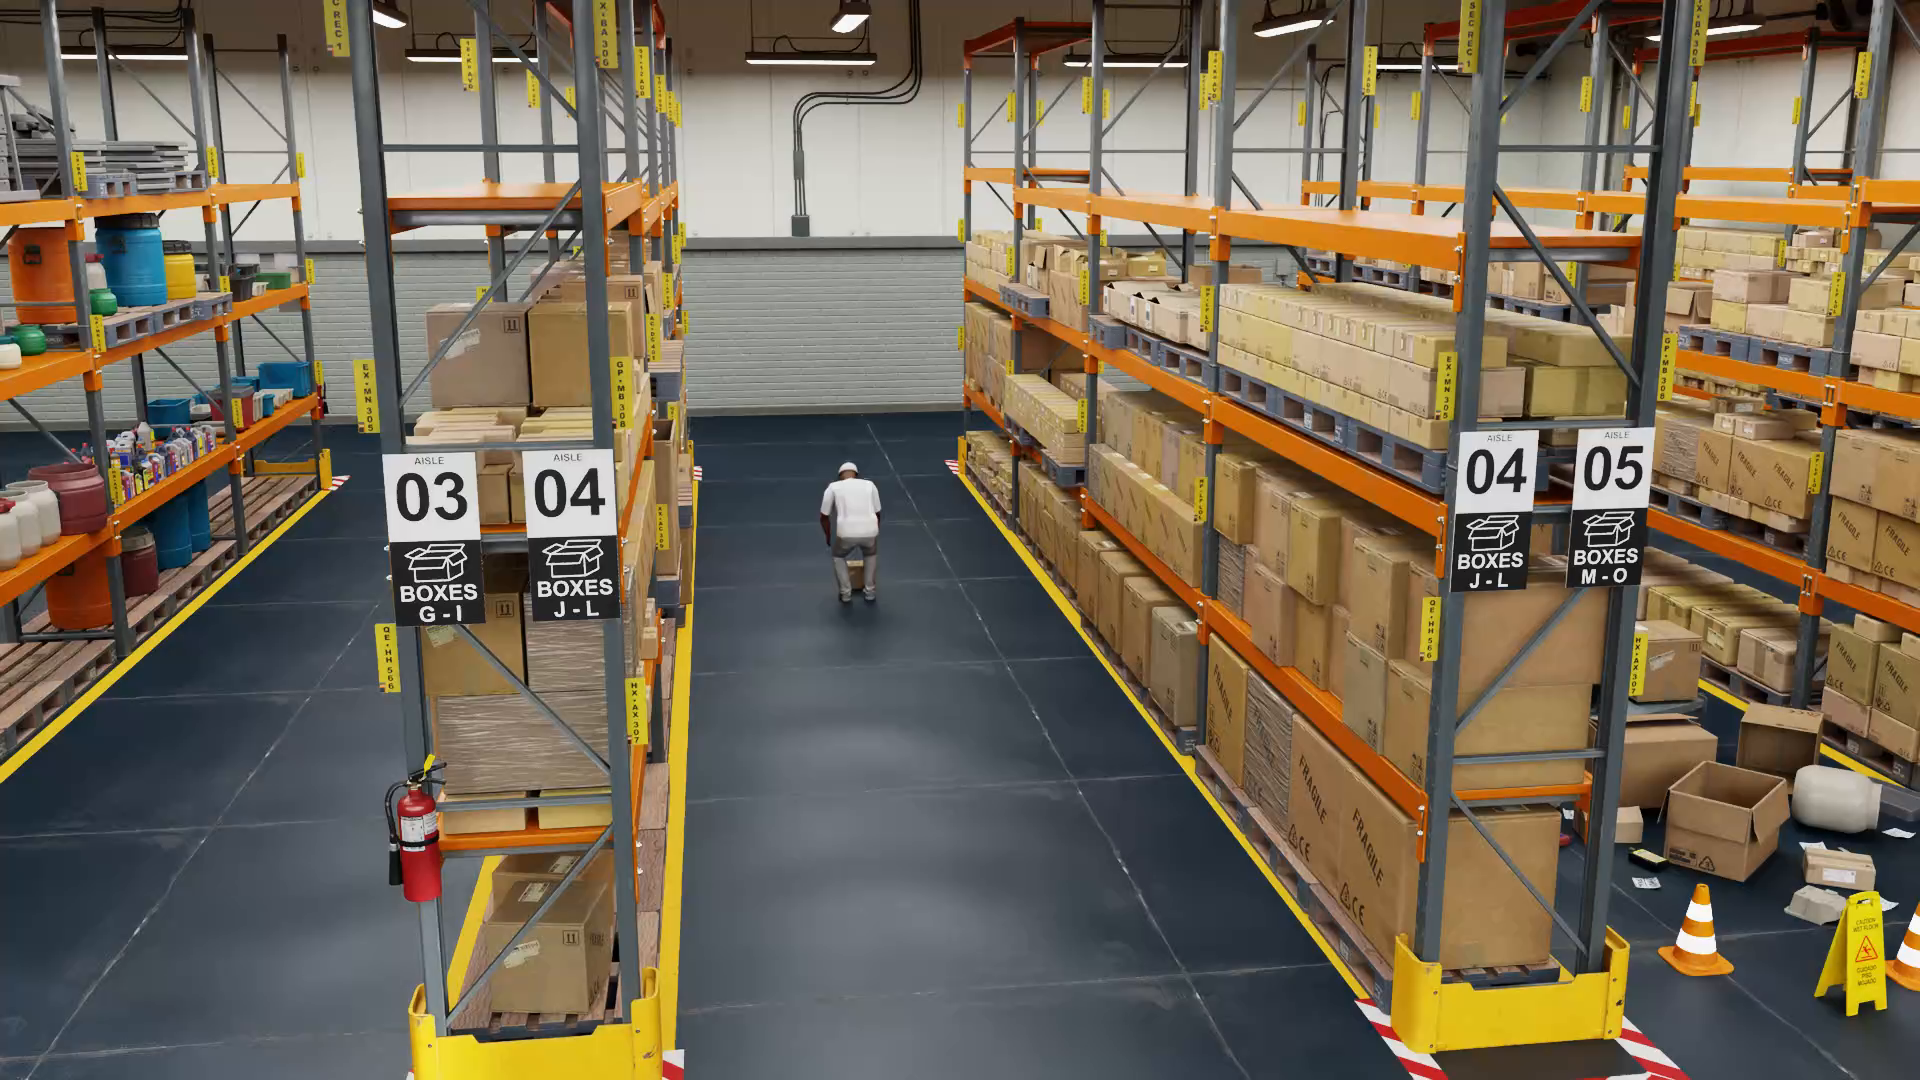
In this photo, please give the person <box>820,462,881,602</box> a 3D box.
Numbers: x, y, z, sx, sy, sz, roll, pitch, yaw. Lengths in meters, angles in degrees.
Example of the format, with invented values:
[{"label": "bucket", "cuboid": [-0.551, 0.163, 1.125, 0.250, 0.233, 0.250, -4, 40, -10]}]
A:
[{"label": "person", "cuboid": [-1.117, -0.081, 17.151, 0.631, 1.373, 0.779, -2, 13, -8]}]
